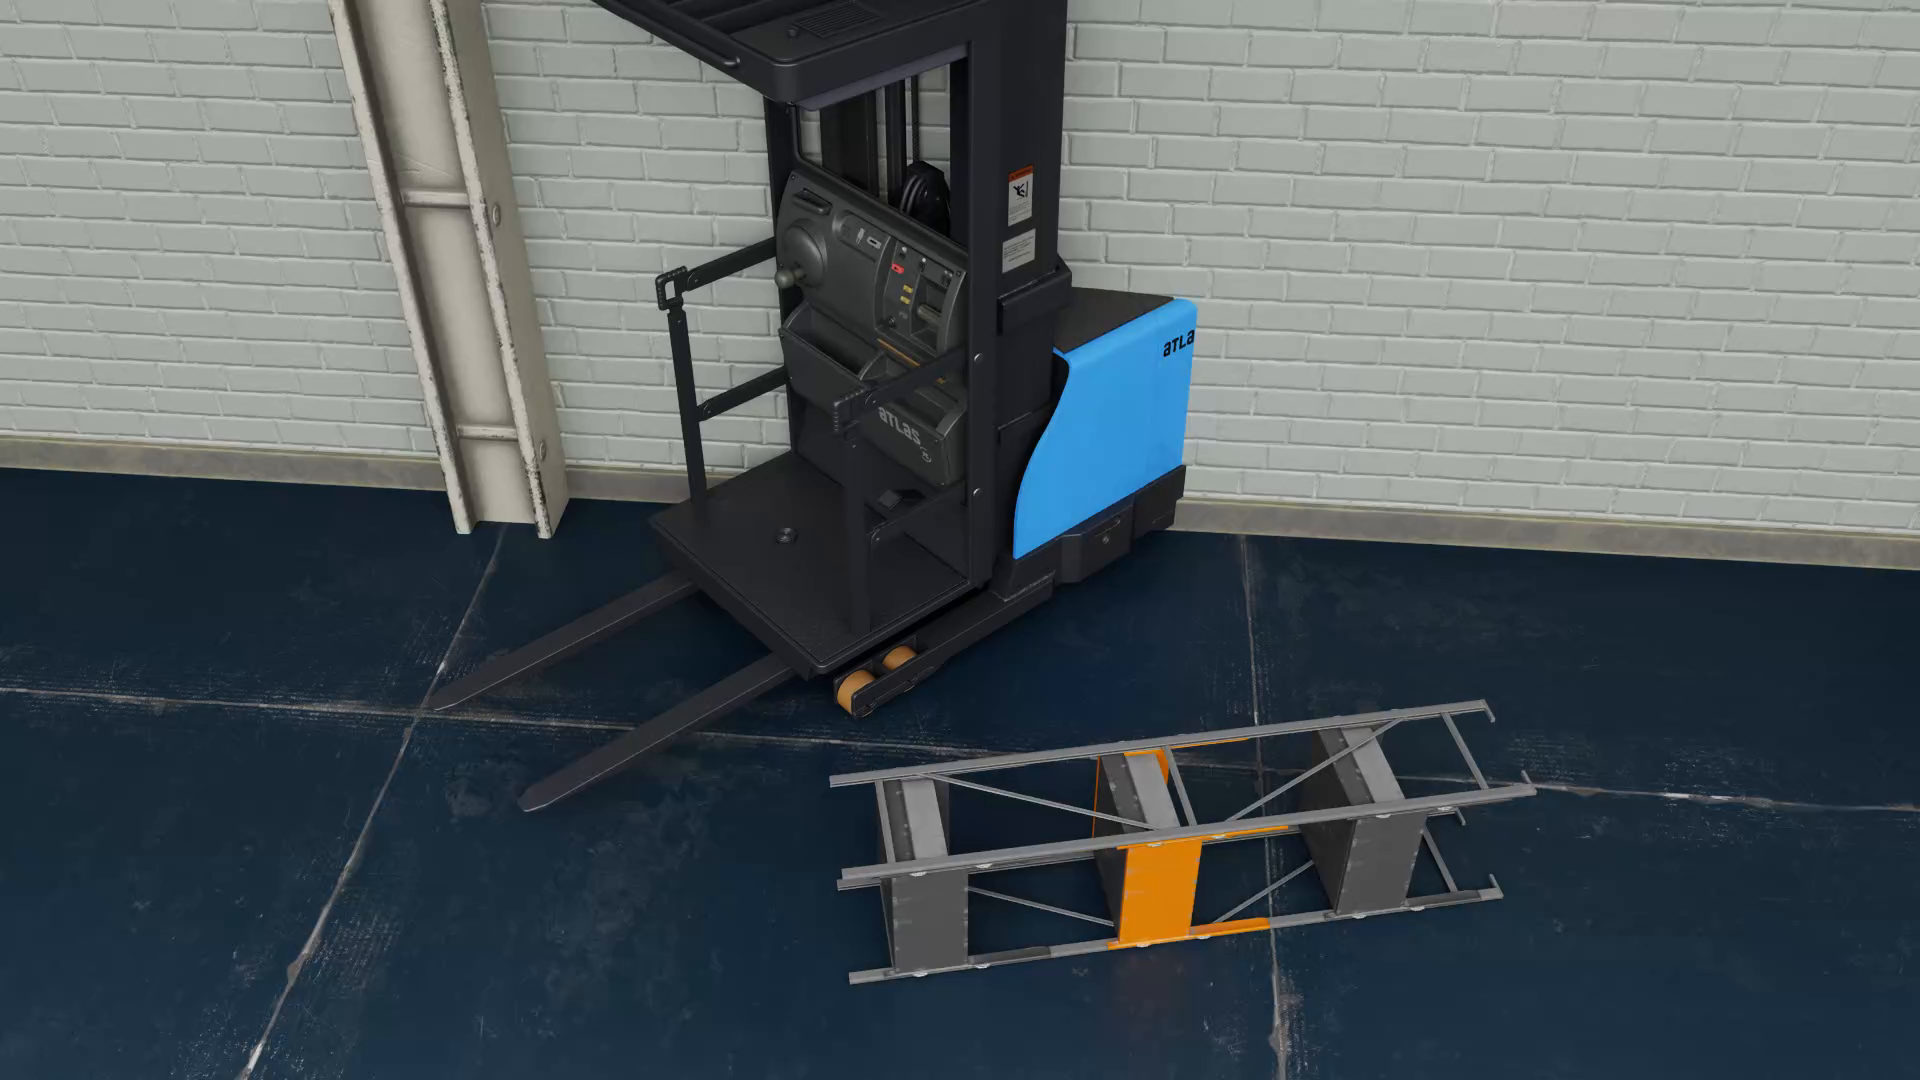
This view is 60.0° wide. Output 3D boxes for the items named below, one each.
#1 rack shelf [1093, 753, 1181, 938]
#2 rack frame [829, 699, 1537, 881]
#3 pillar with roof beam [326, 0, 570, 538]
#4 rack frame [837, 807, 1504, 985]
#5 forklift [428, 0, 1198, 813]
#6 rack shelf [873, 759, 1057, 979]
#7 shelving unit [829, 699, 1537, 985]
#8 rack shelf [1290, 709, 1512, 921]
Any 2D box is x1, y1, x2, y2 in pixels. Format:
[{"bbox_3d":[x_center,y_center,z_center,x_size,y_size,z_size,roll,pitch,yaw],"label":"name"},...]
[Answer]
[{"bbox_3d":[0.549,0.945,5.180,0.174,0.457,0.368,-6,39,-7],"label":"rack shelf"},{"bbox_3d":[0.670,0.744,5.041,2.100,0.015,0.400,-6,39,-7],"label":"rack frame"},{"bbox_3d":[-2.216,-0.897,0.723,0.400,9.000,9.100,3,39,4],"label":"pillar with roof beam"},{"bbox_3d":[0.670,1.122,5.349,2.100,0.015,0.400,-6,39,-7],"label":"rack frame"},{"bbox_3d":[-0.470,-0.878,5.507,3.031,2.935,1.130,-29,47,-31],"label":"forklift"},{"bbox_3d":[-0.007,1.001,5.111,0.518,0.480,0.431,-6,39,-7],"label":"rack shelf"},{"bbox_3d":[0.670,0.933,5.195,2.100,0.503,0.431,-6,39,-7],"label":"shelving unit"},{"bbox_3d":[1.375,0.862,5.282,0.518,0.480,0.431,-6,39,-7],"label":"rack shelf"}]
